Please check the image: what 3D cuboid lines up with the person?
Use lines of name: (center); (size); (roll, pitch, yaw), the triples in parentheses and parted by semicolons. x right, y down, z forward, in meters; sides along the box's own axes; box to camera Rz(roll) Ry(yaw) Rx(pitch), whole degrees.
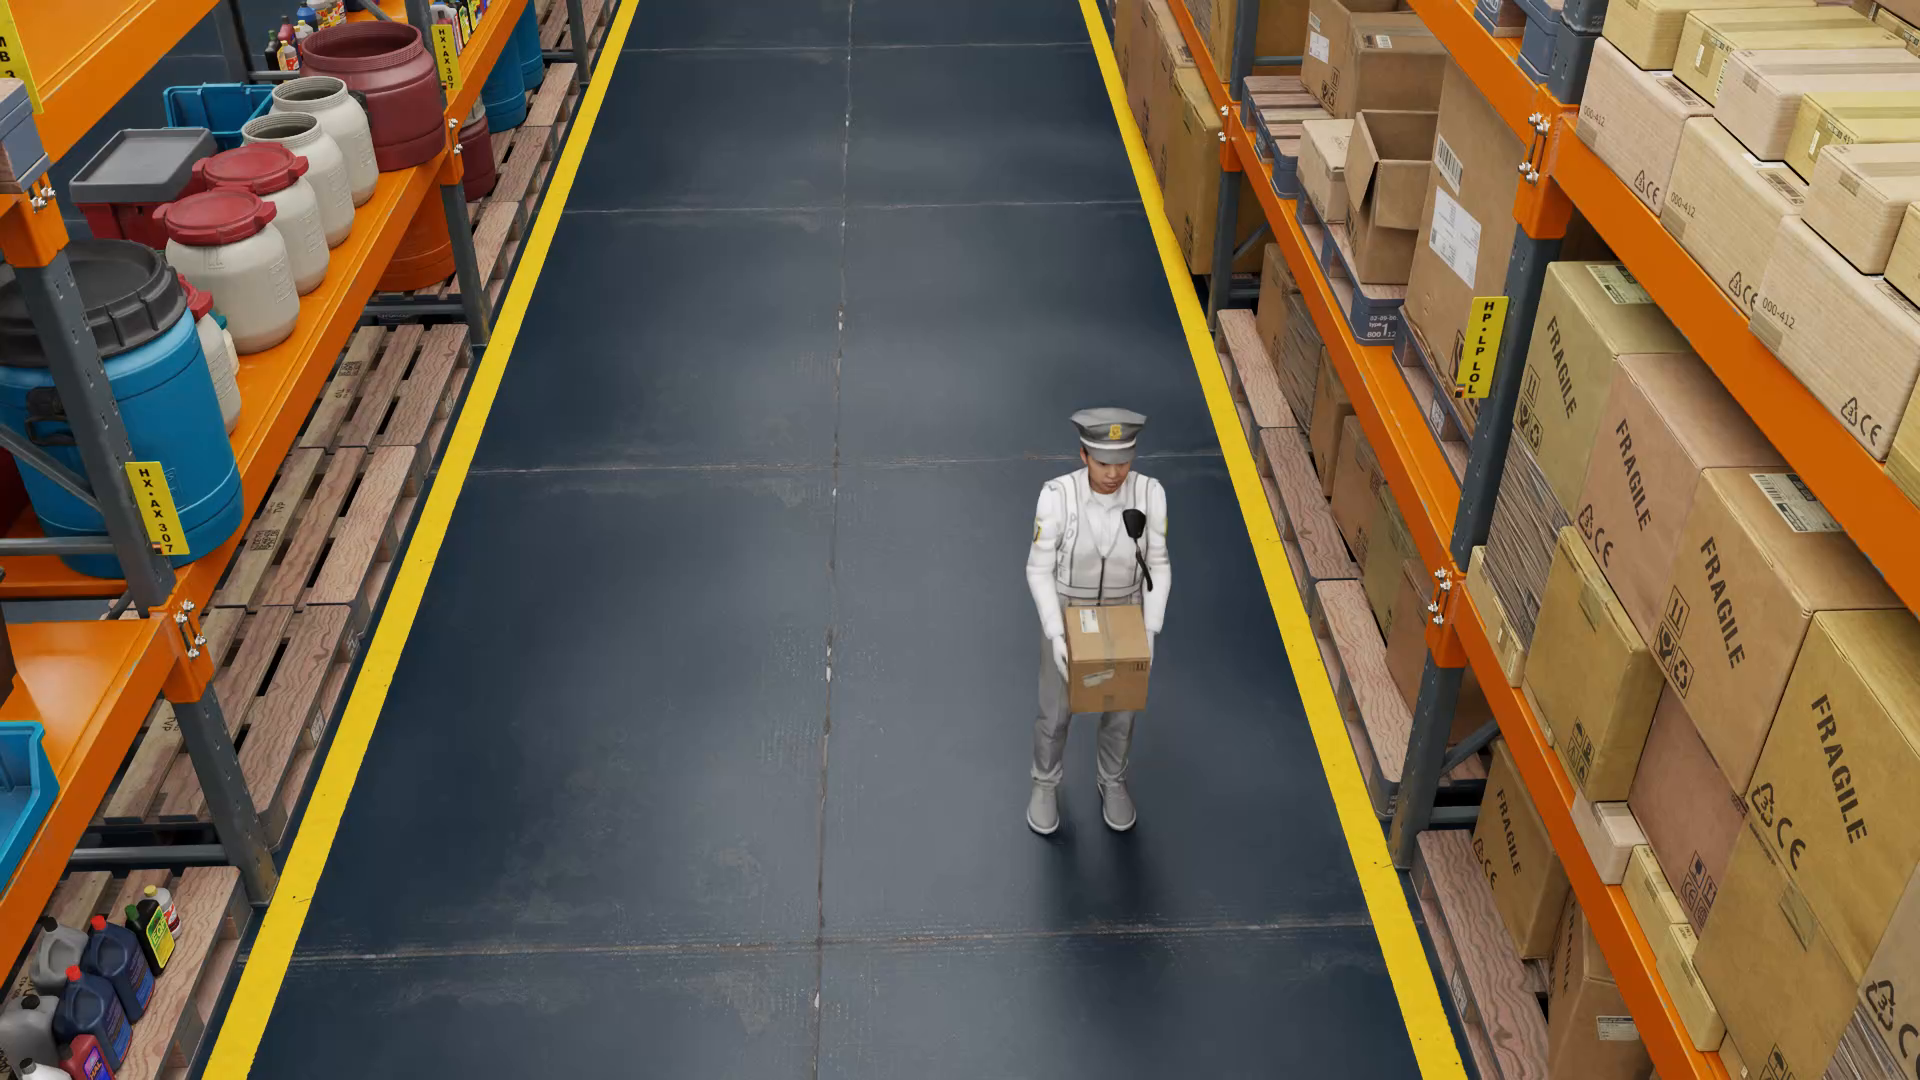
person: (0.471, 0.316, 5.677); (0.494, 1.690, 0.464); (-2, 35, -3)
